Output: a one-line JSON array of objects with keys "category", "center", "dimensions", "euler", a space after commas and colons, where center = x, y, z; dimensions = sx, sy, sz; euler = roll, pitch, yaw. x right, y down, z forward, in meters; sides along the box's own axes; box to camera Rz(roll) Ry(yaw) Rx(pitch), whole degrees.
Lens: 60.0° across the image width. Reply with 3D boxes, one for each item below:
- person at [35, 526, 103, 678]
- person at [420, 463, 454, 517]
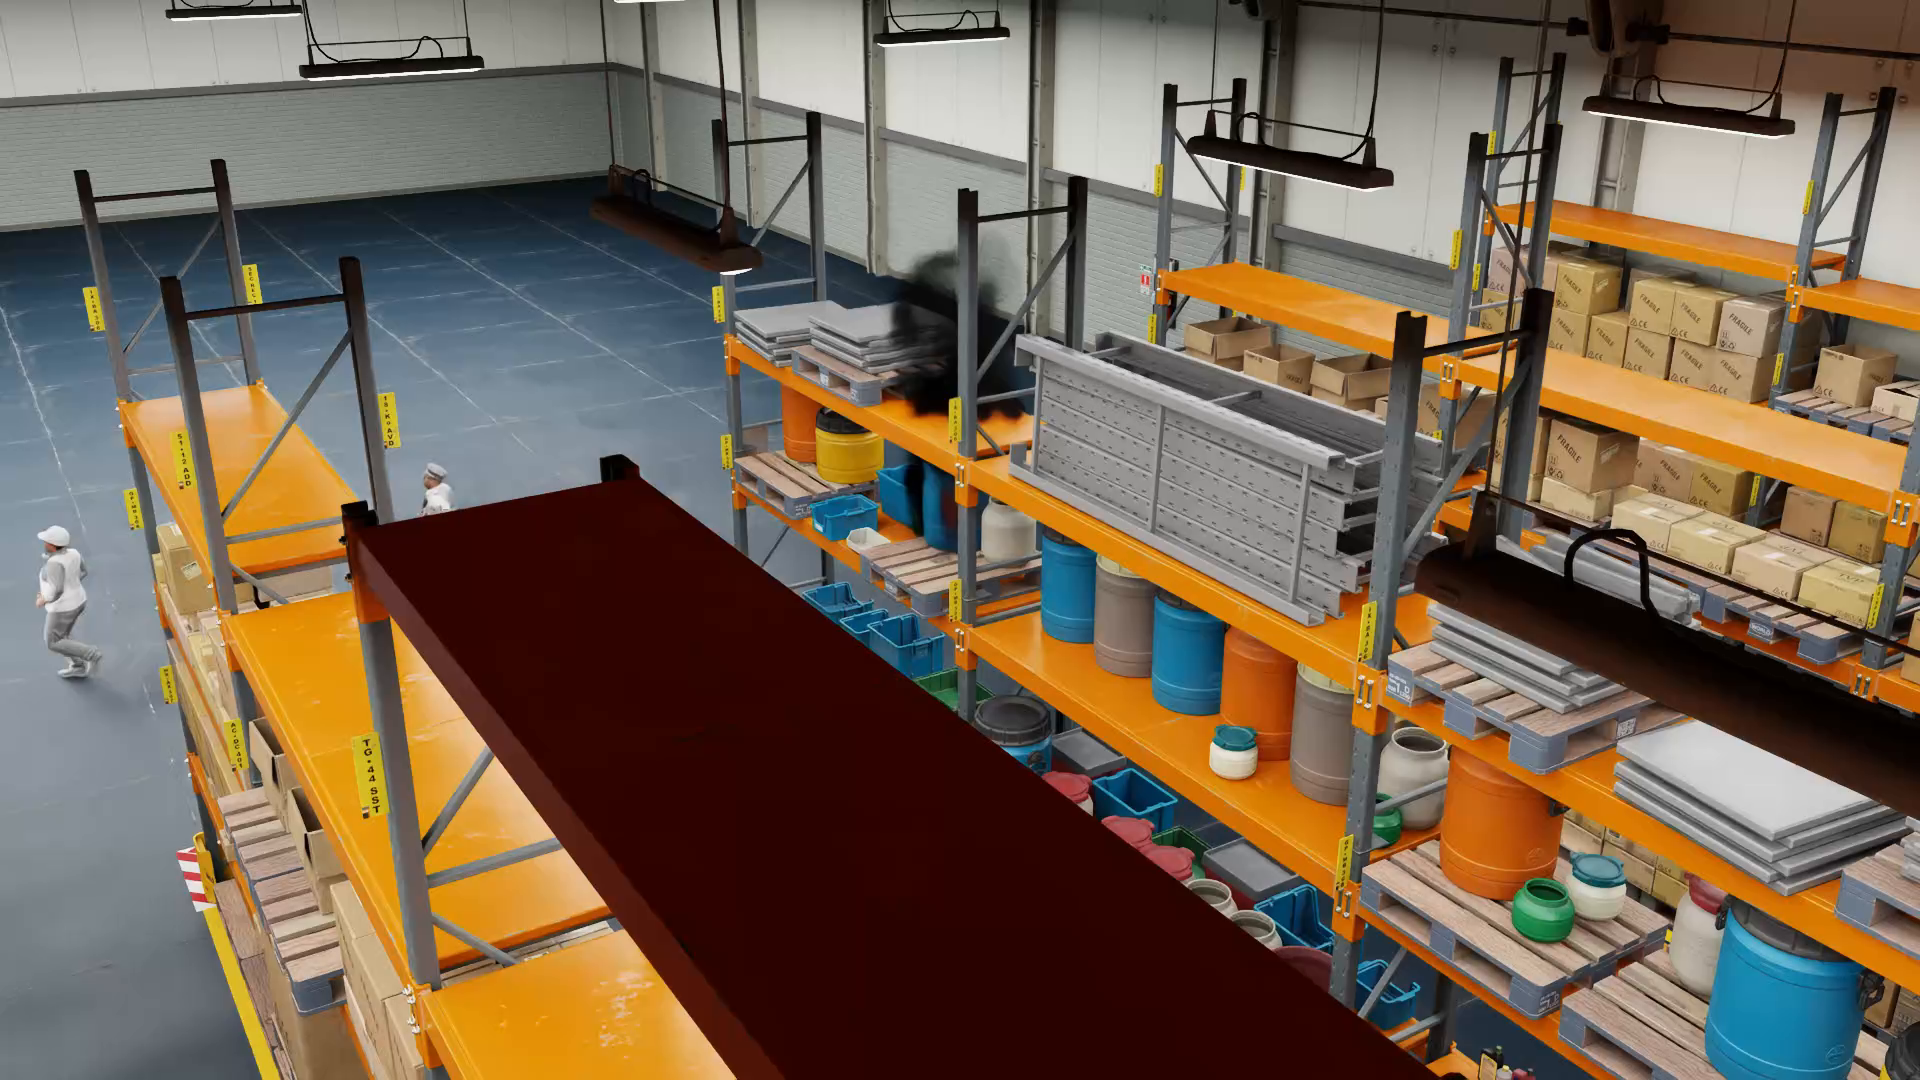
[{"category": "person", "center": [-9.354, 0.661, 17.434], "dimensions": [0.612, 1.720, 0.657], "euler": [0, 22, 0]}, {"category": "person", "center": [-5.896, -0.036, 19.157], "dimensions": [0.844, 1.786, 0.670], "euler": [-3, 22, -7]}]
